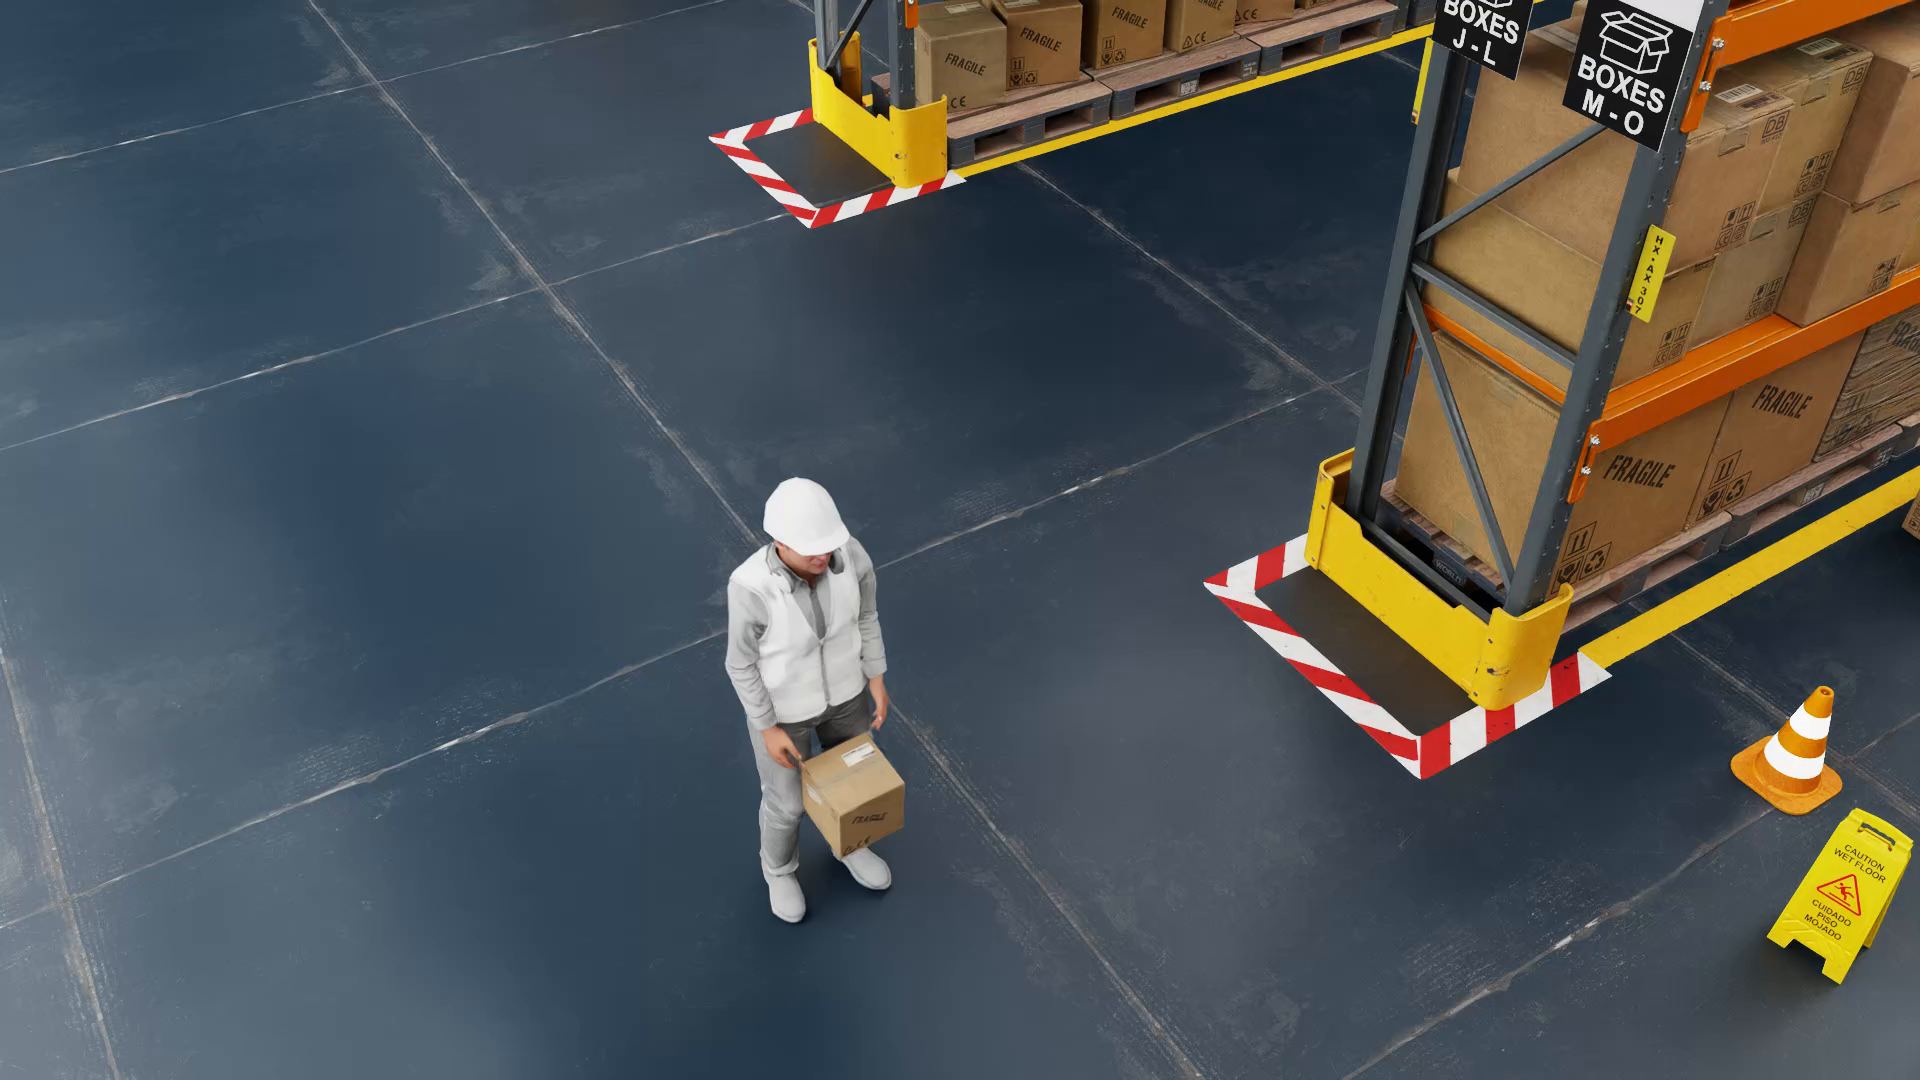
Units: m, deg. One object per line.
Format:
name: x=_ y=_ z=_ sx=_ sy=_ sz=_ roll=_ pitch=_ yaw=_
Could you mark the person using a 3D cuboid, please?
person: x=-0.492 y=0.514 z=5.531 sx=0.555 sy=1.777 sz=0.471 roll=-24 pitch=46 yaw=-25
